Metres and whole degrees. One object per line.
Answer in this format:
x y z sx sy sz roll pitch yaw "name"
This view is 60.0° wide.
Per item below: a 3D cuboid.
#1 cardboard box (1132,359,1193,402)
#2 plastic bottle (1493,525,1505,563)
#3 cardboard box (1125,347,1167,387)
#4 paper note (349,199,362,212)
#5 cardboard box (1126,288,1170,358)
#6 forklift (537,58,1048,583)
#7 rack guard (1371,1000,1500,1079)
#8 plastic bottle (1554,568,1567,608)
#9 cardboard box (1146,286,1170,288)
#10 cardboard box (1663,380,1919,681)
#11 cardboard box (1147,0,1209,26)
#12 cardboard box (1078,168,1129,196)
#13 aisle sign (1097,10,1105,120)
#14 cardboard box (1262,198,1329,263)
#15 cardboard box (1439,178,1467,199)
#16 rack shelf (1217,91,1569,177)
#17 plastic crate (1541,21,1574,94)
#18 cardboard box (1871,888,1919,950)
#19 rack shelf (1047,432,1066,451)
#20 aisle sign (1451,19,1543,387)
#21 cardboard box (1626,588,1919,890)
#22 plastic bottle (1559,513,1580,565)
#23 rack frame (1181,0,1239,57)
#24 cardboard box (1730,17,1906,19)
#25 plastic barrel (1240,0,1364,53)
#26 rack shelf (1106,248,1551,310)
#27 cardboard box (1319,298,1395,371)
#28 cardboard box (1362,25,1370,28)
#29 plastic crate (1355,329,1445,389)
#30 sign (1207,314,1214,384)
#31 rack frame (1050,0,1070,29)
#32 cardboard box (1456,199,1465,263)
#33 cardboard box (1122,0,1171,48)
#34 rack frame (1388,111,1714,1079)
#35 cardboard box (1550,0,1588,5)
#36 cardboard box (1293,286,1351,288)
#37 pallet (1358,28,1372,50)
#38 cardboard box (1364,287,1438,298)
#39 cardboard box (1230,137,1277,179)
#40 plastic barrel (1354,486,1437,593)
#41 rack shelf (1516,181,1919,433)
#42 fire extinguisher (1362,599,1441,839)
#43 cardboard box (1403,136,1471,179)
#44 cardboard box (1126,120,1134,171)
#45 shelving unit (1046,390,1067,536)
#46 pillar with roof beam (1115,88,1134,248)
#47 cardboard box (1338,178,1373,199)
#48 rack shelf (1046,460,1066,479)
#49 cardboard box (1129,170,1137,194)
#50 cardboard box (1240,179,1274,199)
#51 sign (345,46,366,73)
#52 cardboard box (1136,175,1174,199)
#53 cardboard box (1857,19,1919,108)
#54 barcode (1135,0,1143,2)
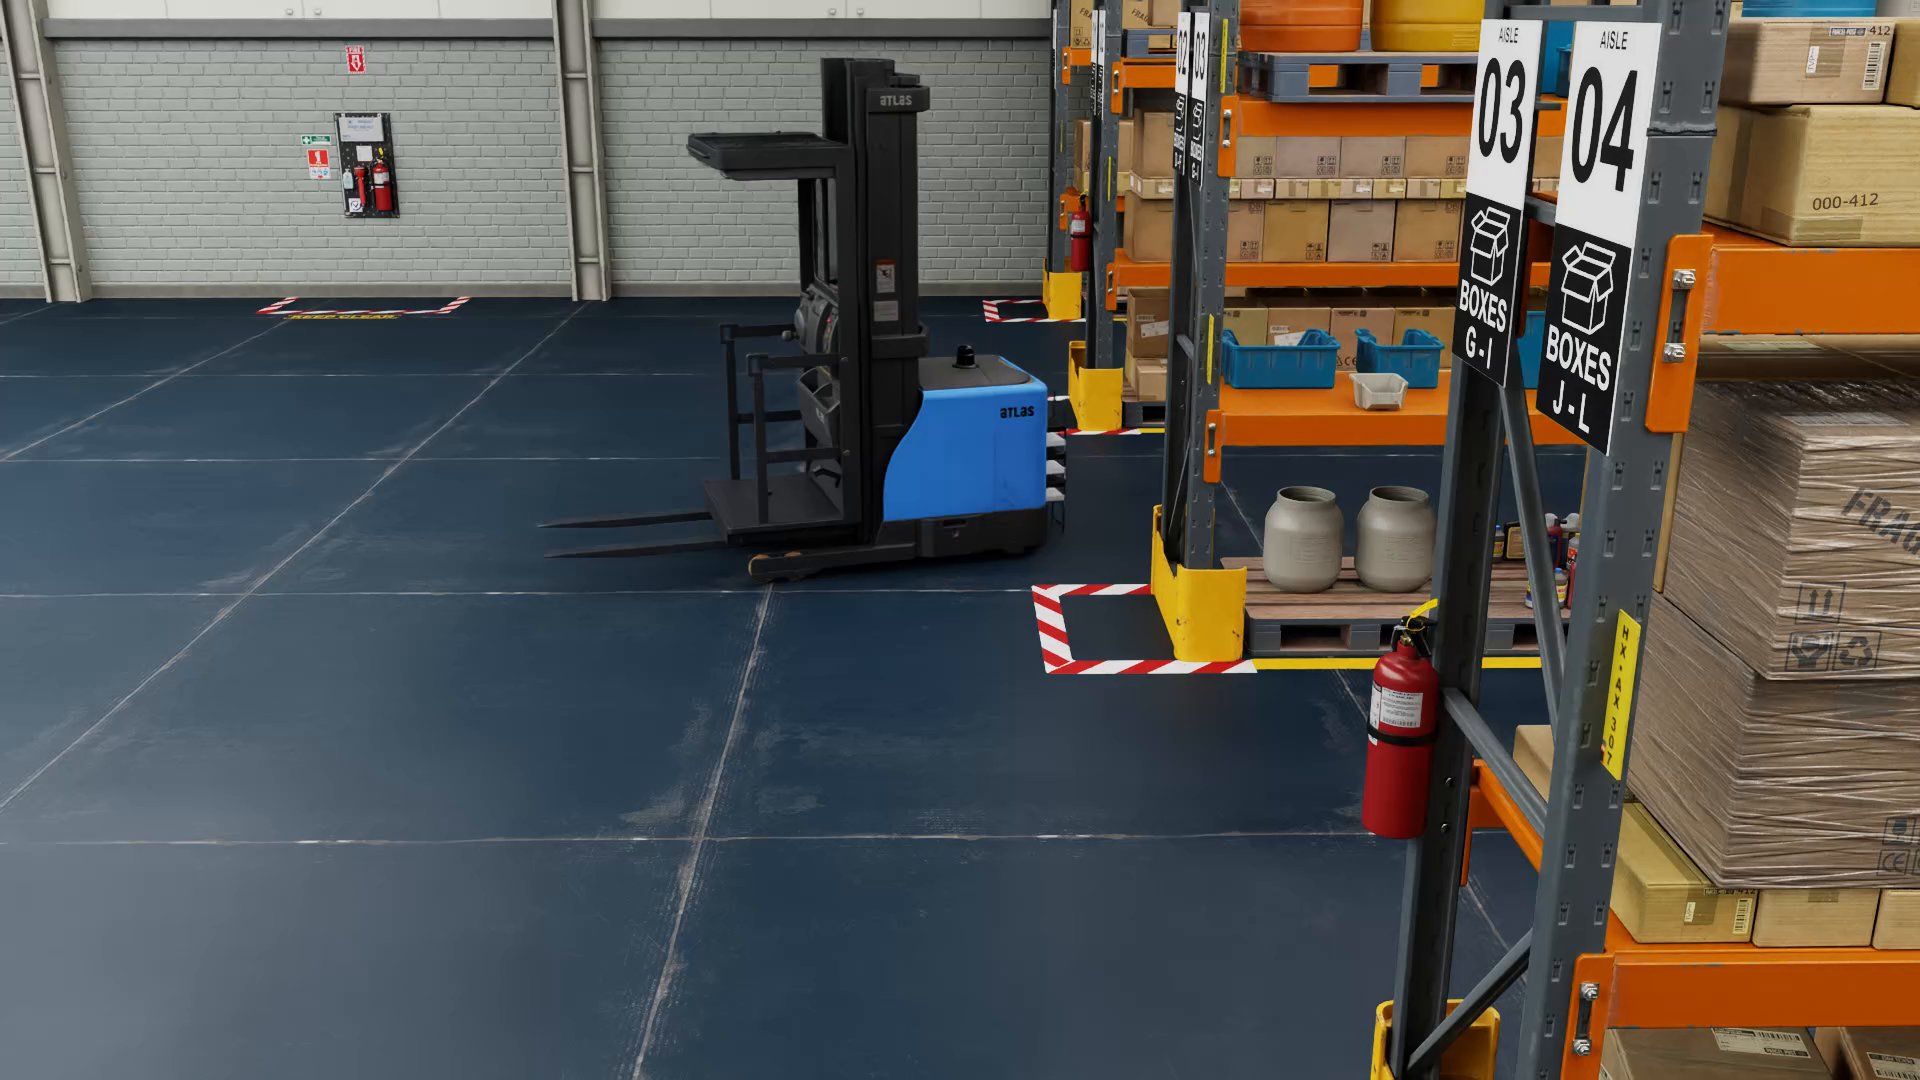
1.675 -1.300 13.504 0.500 0.250 0.500 0 18 -1 "cardboard box"
3.039 0.018 9.441 0.097 0.201 0.097 0 18 0 "plastic bottle"
1.667 -1.458 13.997 0.500 0.250 0.500 0 18 -1 "cardboard box"
-6.909 -3.827 19.008 0.142 0.148 0.016 0 18 -1 "paper note"
1.667 -1.816 13.884 0.500 0.500 0.500 0 18 -1 "cardboard box"
-1.033 -1.321 9.867 3.031 2.935 1.130 -5 19 -16 "forklift"
1.364 1.741 4.303 0.348 0.500 1.175 0 18 -1 "rack guard"
3.131 0.247 8.728 0.097 0.201 0.097 0 18 0 "plastic bottle"
2.317 -2.895 18.344 0.500 0.311 0.500 1 18 4 "cardboard box"
1.842 -0.034 3.455 0.500 0.500 0.500 0 18 -1 "cardboard box"
1.710 -4.220 12.797 0.637 0.503 0.797 1 18 3 "cardboard box"
1.546 -3.831 17.793 0.500 0.250 0.500 -1 18 -2 "cardboard box"
1.074 -3.619 12.662 0.004 0.787 0.394 0 18 -1 "aisle sign"
2.624 -2.525 13.345 0.500 0.500 0.700 0 18 0 "cardboard box"
3.849 -2.779 13.076 0.250 0.149 0.380 0 18 -1 "cardboard box"
3.209 -2.057 8.317 4.000 0.370 1.077 0 18 -1 "rack shelf"
3.112 -2.484 8.495 0.575 0.384 0.392 0 18 -1 "plastic crate"
2.077 0.750 3.710 0.250 0.149 0.380 0 18 -1 "cardboard box"
0.534 -0.623 10.535 0.200 0.077 0.258 -5 19 -16 "rack shelf"
1.221 -0.778 3.807 0.004 0.787 0.394 0 18 -1 "aisle sign"
1.838 0.367 3.841 0.500 0.500 0.875 0 18 -1 "cardboard box"
3.430 -0.011 9.409 0.135 0.276 0.152 -1 18 -2 "plastic bottle"
1.210 -3.818 7.719 0.127 3.000 1.000 0 18 -1 "rack frame"
1.823 -1.058 3.617 0.250 0.149 0.380 -1 18 -3 "cardboard box"
1.694 -2.836 8.176 0.708 0.830 0.600 0 18 -1 "plastic barrel"
3.135 -2.142 13.491 4.000 0.370 1.077 0 18 -1 "rack shelf"
3.175 -1.664 13.409 0.500 0.500 0.500 0 18 -1 "cardboard box"
4.046 -5.416 17.413 0.500 0.500 0.500 -2 18 -6 "cardboard box"
2.355 -0.986 8.955 0.408 0.251 0.499 0 18 -1 "plastic crate"
1.214 -0.926 8.069 0.005 0.325 0.100 0 18 -1 "sign"
1.053 -6.844 17.151 0.127 3.000 1.000 0 18 -1 "rack frame"
4.164 -2.533 13.369 0.500 0.500 0.700 0 18 -1 "cardboard box"
1.929 -5.390 17.332 0.500 0.500 0.500 1 18 3 "cardboard box"
1.288 0.551 3.920 0.127 3.000 1.000 0 18 -1 "rack frame"
4.627 -4.315 13.096 0.500 0.500 0.500 1 18 4 "cardboard box"
4.016 -3.009 18.389 0.500 0.500 0.500 -2 18 -5 "cardboard box"
3.066 -3.863 12.914 1.213 0.211 1.003 0 18 -1 "pallet"
3.666 -1.830 13.929 0.500 0.500 0.500 0 18 -1 "cardboard box"
2.181 -3.143 13.147 0.500 0.500 0.700 -1 18 -2 "cardboard box"
2.368 -0.006 9.041 0.421 0.512 0.421 0 18 0 "plastic barrel"
3.288 -0.545 3.601 4.000 0.370 1.077 0 18 -1 "rack shelf"
1.166 0.448 4.369 0.183 0.674 0.296 0 18 -1 "fire extinguisher"
3.685 -3.150 13.170 0.500 0.500 0.700 0 18 -1 "cardboard box"
2.030 -4.193 17.692 0.500 0.500 0.500 0 18 -1 "cardboard box"
0.534 -0.483 10.580 0.210 0.900 0.258 -5 19 -16 "shelving unit"
1.808 -5.797 13.887 0.400 9.000 9.100 0 18 -1 "pillar with roof beam"
3.068 -2.774 13.060 0.250 0.149 0.380 0 18 0 "cardboard box"
0.534 -0.451 10.590 0.200 0.077 0.258 -5 19 -16 "rack shelf"
1.514 -2.891 13.424 0.250 0.149 0.380 -1 18 -2 "cardboard box"
2.297 -2.771 13.049 0.250 0.149 0.380 -1 18 -2 "cardboard box"
-6.741 -5.360 18.551 0.199 0.298 0.001 0 18 -1 "sign"
1.531 -2.767 13.038 0.250 0.149 0.380 0 18 -1 "cardboard box"
1.828 -0.898 3.119 0.250 0.149 0.380 0 18 0 "cardboard box"
1.429 -4.328 13.268 0.075 0.075 0.001 0 18 -1 "barcode"
